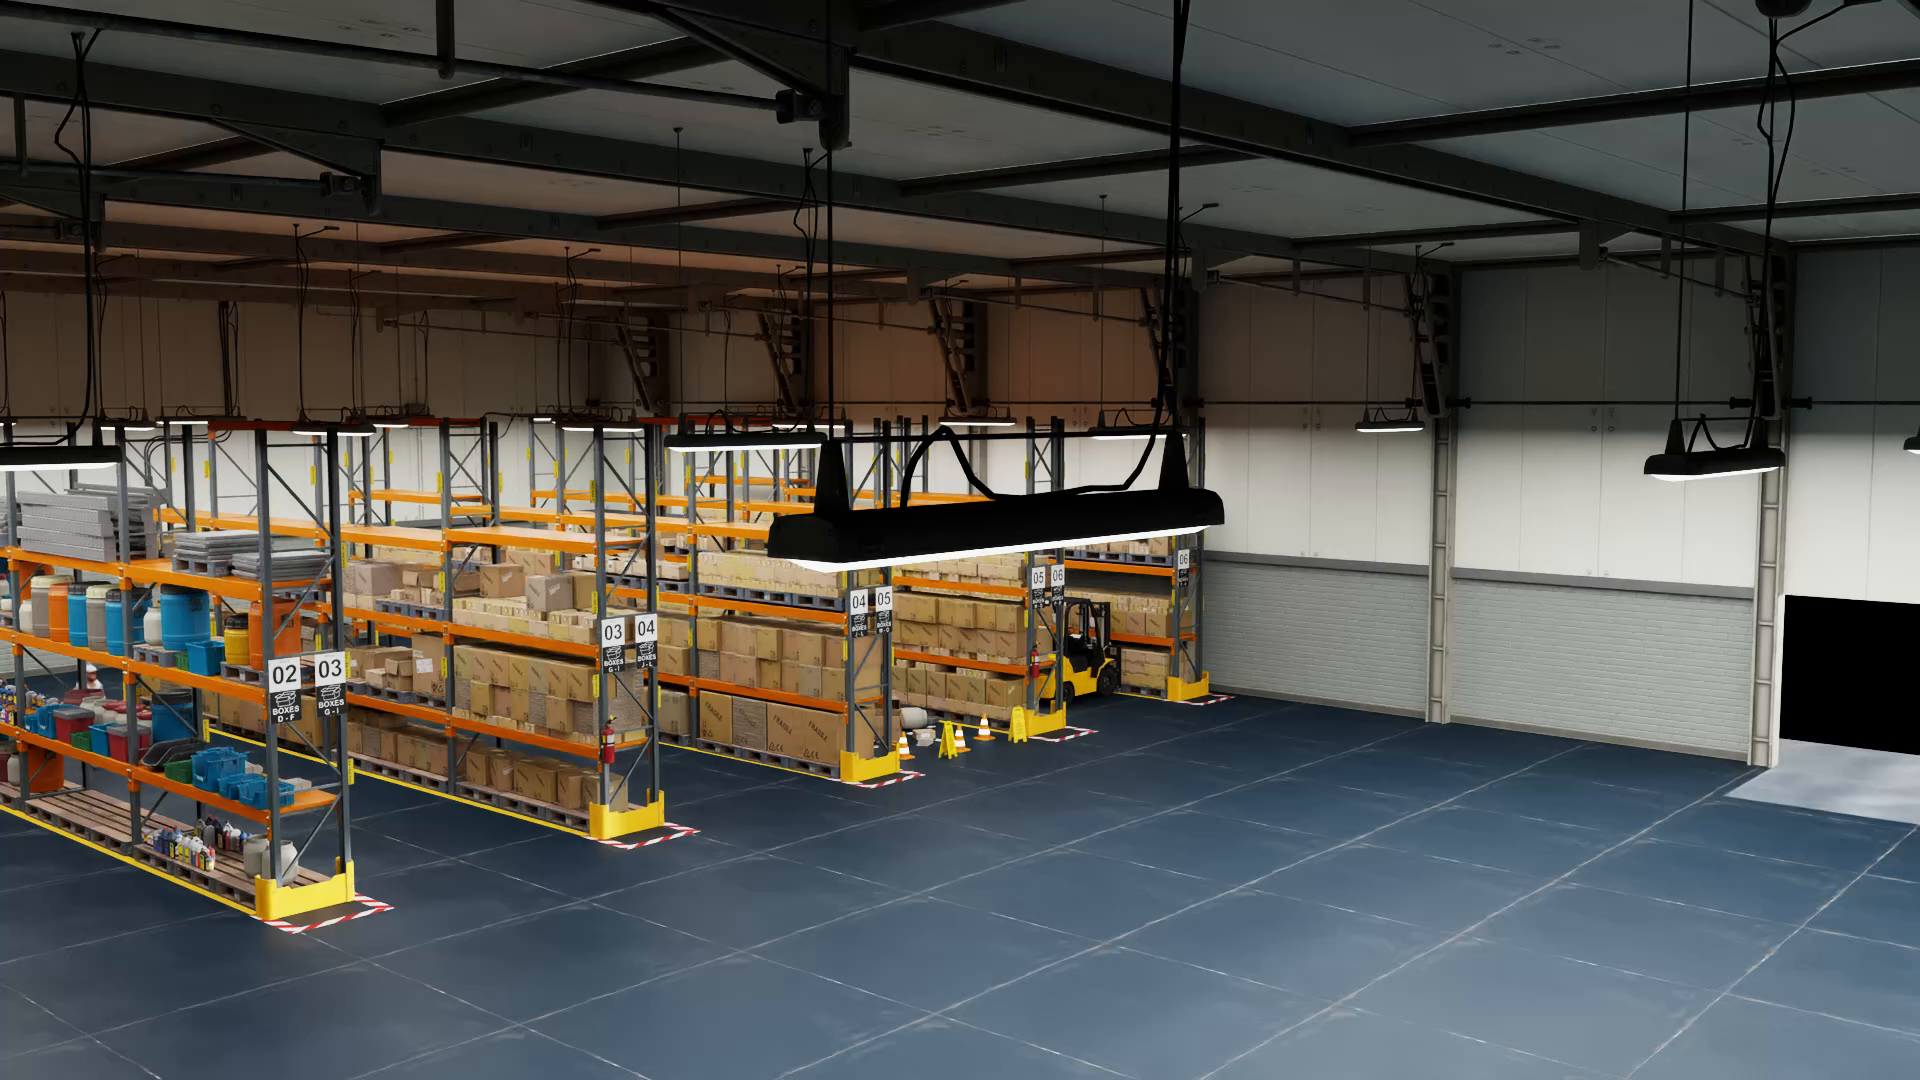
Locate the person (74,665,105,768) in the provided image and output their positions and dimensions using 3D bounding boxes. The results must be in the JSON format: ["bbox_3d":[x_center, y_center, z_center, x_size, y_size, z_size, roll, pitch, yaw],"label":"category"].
[{"bbox_3d":[-15.077,3.028,28.966,1.070,1.715,0.633,4,6,37],"label":"person"}]
